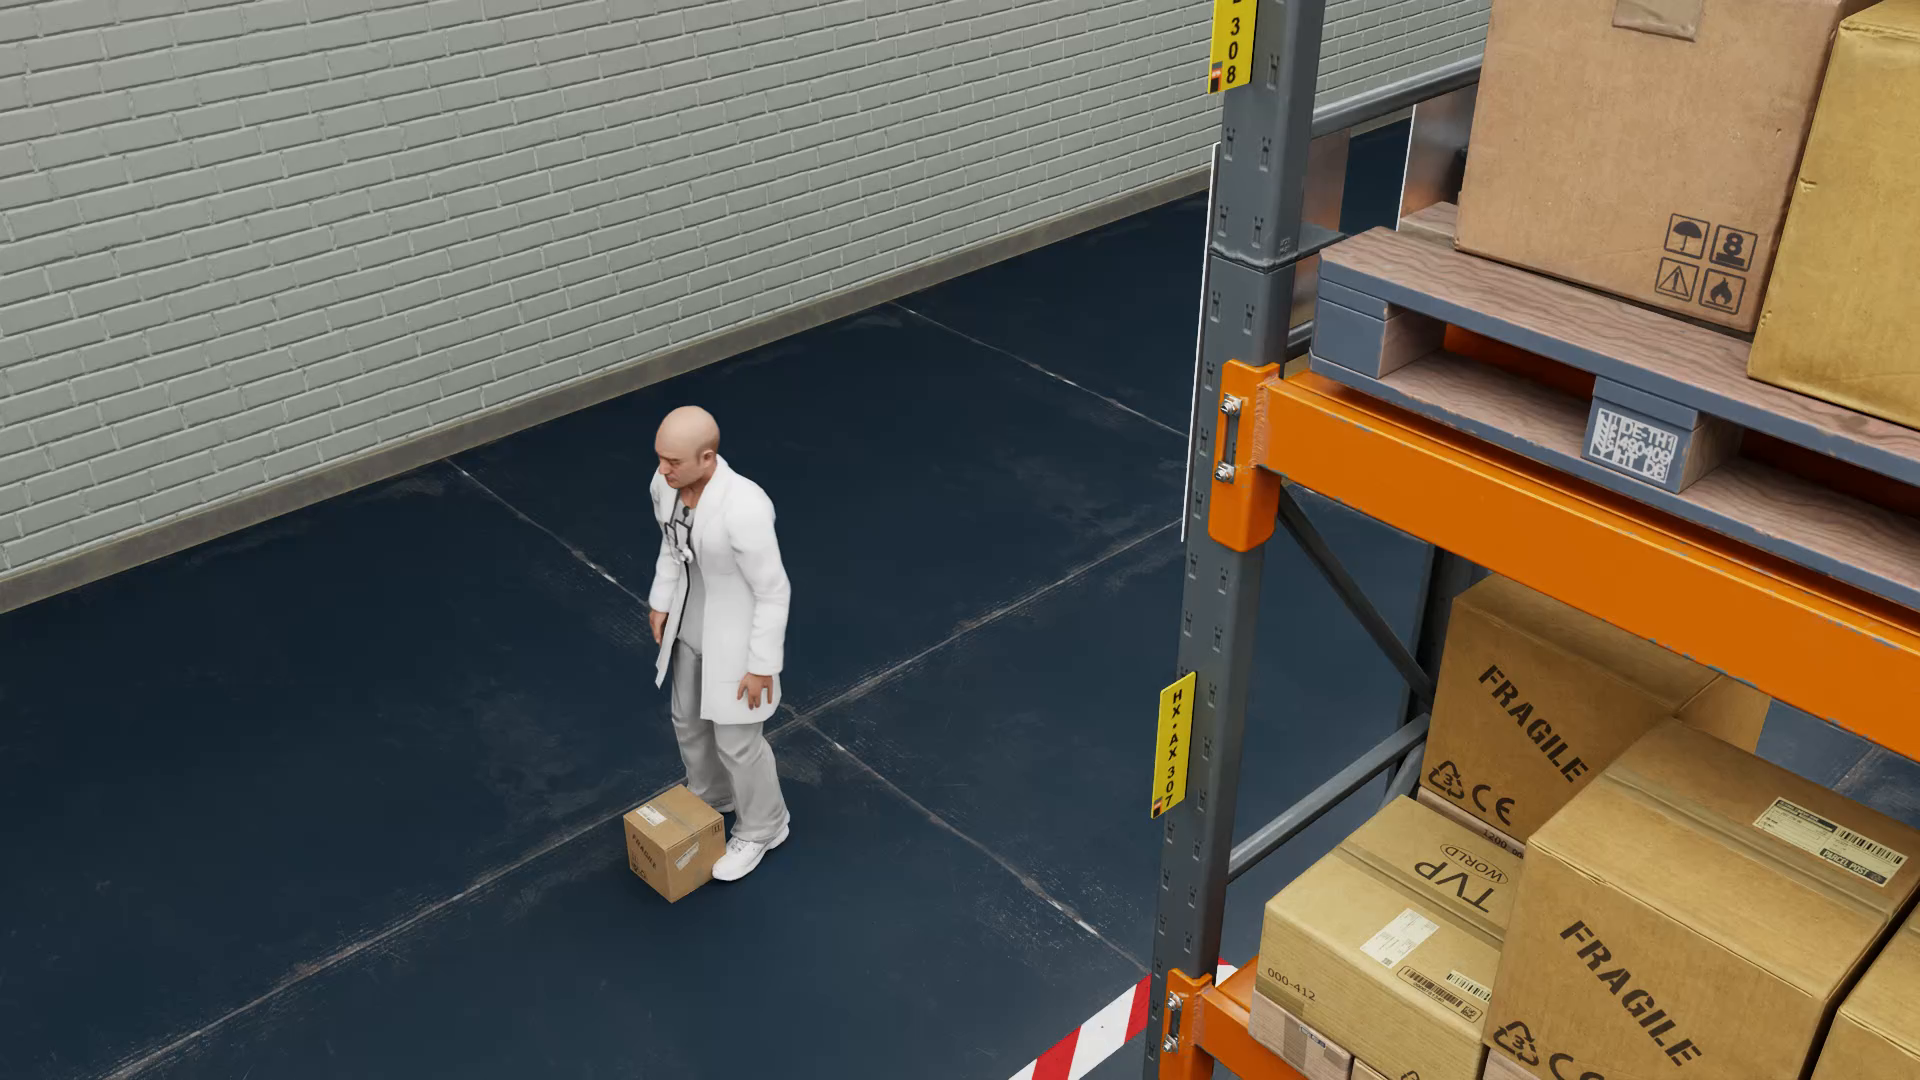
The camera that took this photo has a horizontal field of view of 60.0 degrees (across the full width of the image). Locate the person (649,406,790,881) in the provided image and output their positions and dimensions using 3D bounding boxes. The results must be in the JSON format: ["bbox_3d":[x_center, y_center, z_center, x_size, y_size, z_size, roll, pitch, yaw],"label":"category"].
[{"bbox_3d":[-0.817,0.328,5.610,0.416,1.774,0.652,-27,40,-36],"label":"person"}]
